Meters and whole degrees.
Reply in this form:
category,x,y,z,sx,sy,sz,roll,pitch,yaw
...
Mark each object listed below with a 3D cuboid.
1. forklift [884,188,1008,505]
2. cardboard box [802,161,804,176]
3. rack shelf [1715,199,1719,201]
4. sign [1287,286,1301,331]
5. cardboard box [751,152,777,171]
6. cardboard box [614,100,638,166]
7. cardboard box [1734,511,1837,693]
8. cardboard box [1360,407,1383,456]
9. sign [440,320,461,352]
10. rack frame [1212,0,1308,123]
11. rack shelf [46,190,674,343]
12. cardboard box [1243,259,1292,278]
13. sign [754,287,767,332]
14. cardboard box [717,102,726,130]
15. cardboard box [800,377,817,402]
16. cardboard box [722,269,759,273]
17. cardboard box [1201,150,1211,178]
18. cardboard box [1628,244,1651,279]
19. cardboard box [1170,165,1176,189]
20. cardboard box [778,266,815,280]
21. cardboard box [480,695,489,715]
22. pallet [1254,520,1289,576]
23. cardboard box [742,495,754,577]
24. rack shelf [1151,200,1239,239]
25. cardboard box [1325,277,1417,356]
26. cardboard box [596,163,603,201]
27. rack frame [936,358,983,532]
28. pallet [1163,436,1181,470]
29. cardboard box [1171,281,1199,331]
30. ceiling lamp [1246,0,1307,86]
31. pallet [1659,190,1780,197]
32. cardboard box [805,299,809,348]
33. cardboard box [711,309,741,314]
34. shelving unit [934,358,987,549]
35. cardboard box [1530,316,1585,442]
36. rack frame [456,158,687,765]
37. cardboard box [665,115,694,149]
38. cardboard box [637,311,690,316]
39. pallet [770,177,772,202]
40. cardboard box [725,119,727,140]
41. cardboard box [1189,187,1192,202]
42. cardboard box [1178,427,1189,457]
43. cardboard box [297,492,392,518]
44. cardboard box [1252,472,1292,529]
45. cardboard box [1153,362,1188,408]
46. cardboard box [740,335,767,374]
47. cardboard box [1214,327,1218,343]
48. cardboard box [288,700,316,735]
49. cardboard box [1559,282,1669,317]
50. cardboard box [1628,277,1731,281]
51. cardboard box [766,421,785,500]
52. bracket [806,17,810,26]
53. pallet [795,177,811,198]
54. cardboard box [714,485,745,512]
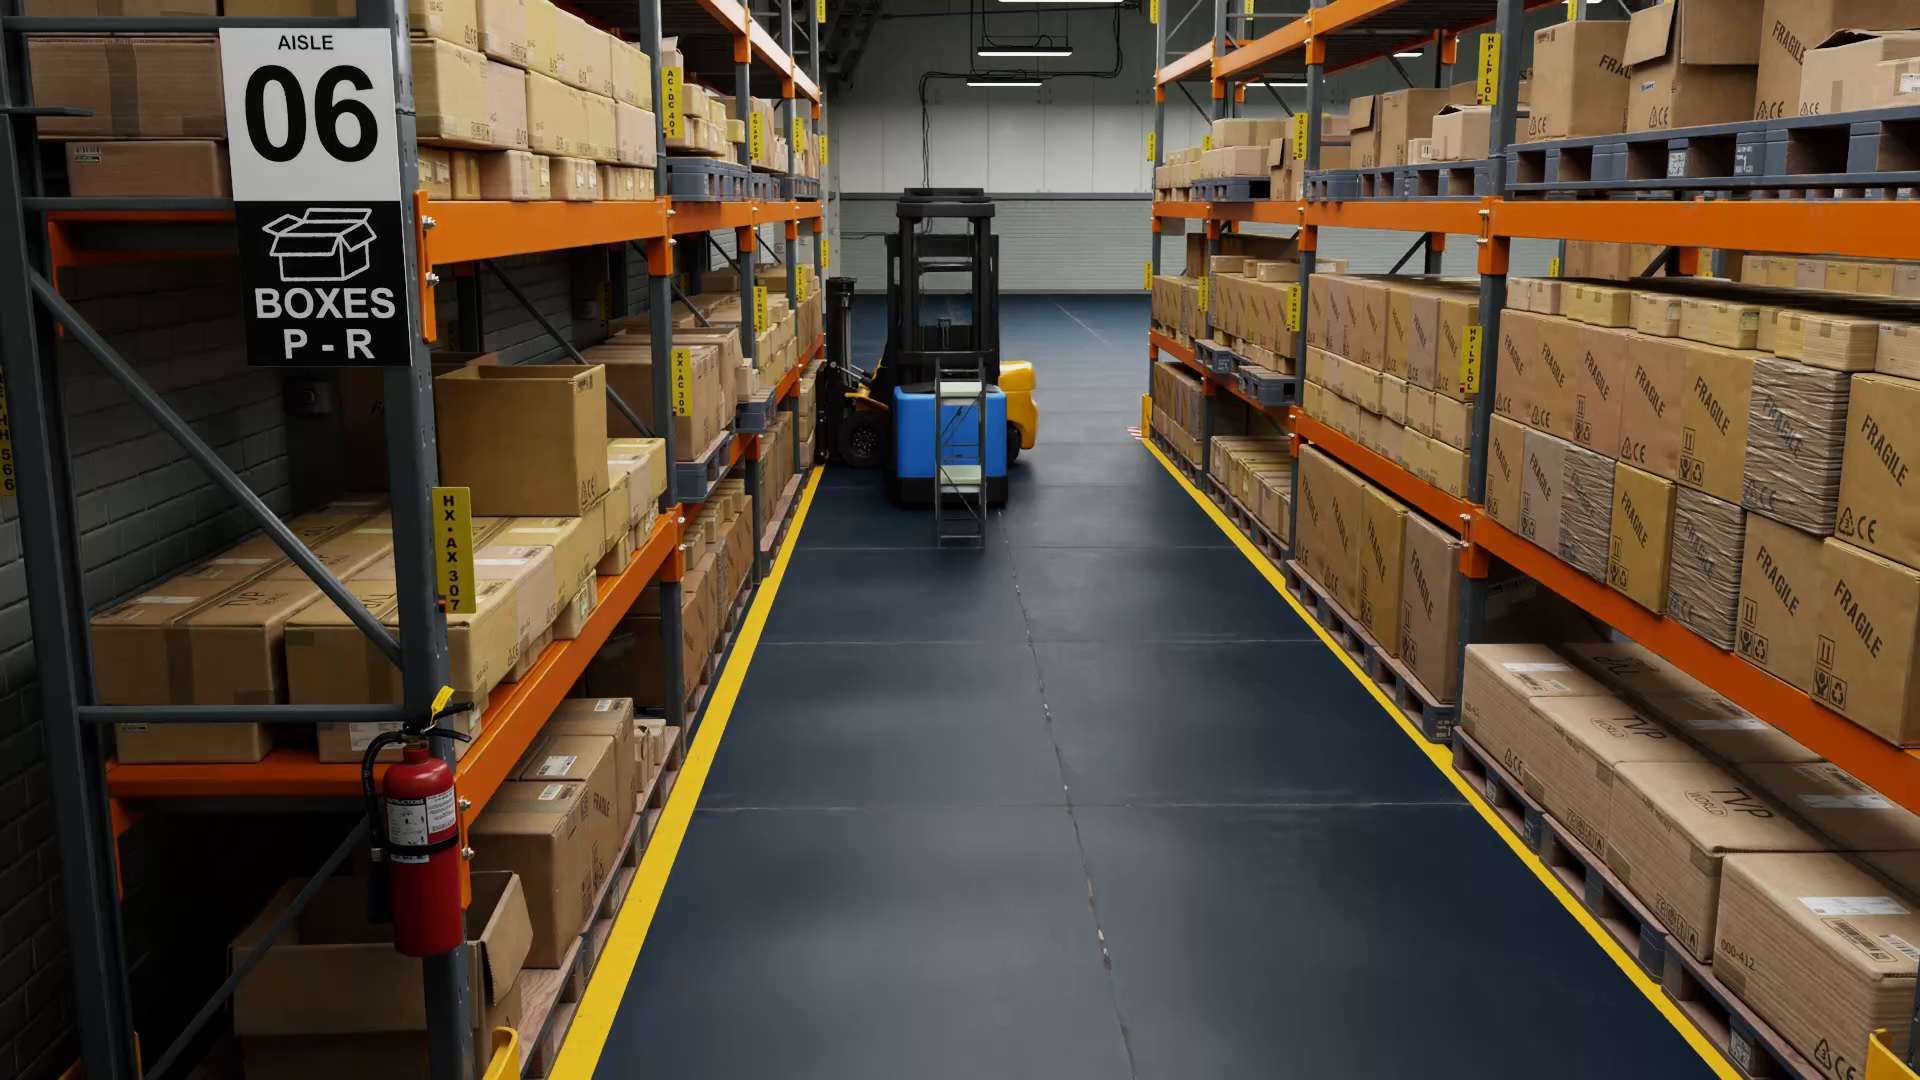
category,x,y,z,sx,sy,sz,roll,pitch,yaw
forklift,-0.187,-2.013,16.609,1.130,2.935,3.031,-1,12,-4
cardboard box,-1.793,-3.776,16.907,0.380,0.149,0.250,0,11,1
rack shelf,7.796,-3.508,18.070,1.077,0.370,4.000,0,11,-1
sign,2.431,-1.682,12.091,0.100,0.325,0.005,0,11,-1
cardboard box,-1.729,-3.162,13.881,0.380,0.149,0.250,0,11,-2
cardboard box,-1.625,-1.685,6.905,0.500,0.250,0.500,-1,11,-3
cardboard box,2.869,0.190,5.329,0.500,0.500,0.500,0,11,-2
cardboard box,2.779,-0.681,10.248,0.500,0.250,0.500,0,11,-1
sign,-2.461,-0.905,8.065,0.100,0.325,0.005,0,11,-1
rack frame,2.891,-4.892,15.541,1.000,3.000,0.127,0,11,-1
rack shelf,-1.865,-1.061,6.008,1.077,0.370,4.000,0,11,-1
cardboard box,2.672,-2.360,14.462,0.380,0.149,0.250,0,11,2
sign,-1.447,-1.669,12.027,0.100,0.325,0.005,0,11,-1
cardboard box,-1.564,-2.455,9.650,0.380,0.149,0.250,0,11,-1
cardboard box,-1.790,-1.577,17.634,0.500,0.250,0.500,0,11,1
cardboard box,-2.349,-2.811,17.740,0.380,0.149,0.250,0,11,0
cardboard box,2.502,-3.437,15.232,0.500,0.250,0.500,-1,11,-3
cardboard box,7.844,-2.991,18.164,0.875,0.550,0.500,0,11,-1
cardboard box,2.588,-3.986,18.246,0.500,0.250,0.500,0,11,1
cardboard box,-1.820,-2.967,18.507,0.380,0.149,0.250,0,11,0
cardboard box,-1.608,0.461,4.876,0.380,0.149,0.250,0,11,0
pallet,2.959,0.054,13.261,1.003,0.211,1.213,0,11,-1
cardboard box,-1.765,-0.034,11.911,0.500,0.500,0.500,0,11,0
rack shelf,2.850,-3.467,17.871,1.077,0.370,4.000,0,11,-1
cardboard box,2.759,-1.499,11.135,0.500,0.500,0.500,0,11,-1
cardboard box,-1.628,-1.413,6.569,0.380,0.149,0.250,0,11,1
rack frame,-0.008,-0.809,14.275,0.400,1.500,0.023,0,11,-1
pallet,2.814,-0.962,18.271,1.003,0.211,1.213,0,11,-1
cardboard box,2.585,-2.542,18.043,0.500,0.500,0.500,0,11,-2
ceiling lamp,8.556,-13.630,43.930,2.000,3.185,0.800,0,11,-1
pallet,7.831,-3.582,16.849,1.003,0.211,1.213,0,11,-1
cardboard box,-1.859,-2.273,17.470,0.500,0.500,0.500,0,11,-2
cardboard box,-1.792,-1.773,13.372,0.380,0.149,0.250,0,11,-1
shelving unit,0.000,-0.736,13.917,0.431,1.500,0.755,0,11,-1
cardboard box,2.828,-0.705,7.223,0.500,0.500,0.500,0,11,-2
rack frame,-1.906,-0.341,8.195,1.000,3.000,0.127,0,11,-1
cardboard box,-1.515,-2.004,8.171,0.380,0.149,0.250,0,11,0
cardboard box,-2.334,-1.718,13.103,0.380,0.149,0.250,0,11,-2
pallet,-2.118,-2.870,13.593,1.003,0.211,1.213,0,11,1
cardboard box,-1.730,-2.701,10.911,0.380,0.149,0.250,-1,11,-3
cardboard box,2.572,-3.565,17.176,0.380,0.149,0.250,0,11,0
cardboard box,2.589,-1.033,17.465,0.500,0.250,0.500,-1,11,-3
cardboard box,-2.124,-0.013,6.209,0.500,0.250,0.500,0,11,-1
cardboard box,2.949,-0.334,13.714,0.950,0.372,0.625,0,11,-2
cardboard box,2.550,-1.807,19.395,0.500,0.500,0.500,-1,11,-3
cardboard box,-1.729,-1.397,12.520,0.500,0.250,0.500,0,11,-1
cardboard box,2.587,-1.924,15.573,0.380,0.149,0.250,0,11,0
cardboard box,-2.043,0.462,4.870,0.380,0.149,0.250,0,11,1
cardboard box,2.872,-1.054,7.310,0.380,0.149,0.250,0,11,-2
cardboard box,3.381,-1.159,7.830,0.380,0.149,0.250,0,11,-2
cardboard box,-2.041,-0.715,14.956,0.875,0.625,0.625,0,11,-2
bracket,-2.996,-10.273,33.011,0.076,0.066,4.783,0,11,-1
pallet,-2.137,-3.769,17.772,1.003,0.211,1.213,0,11,-1
cardboard box,-1.689,-0.283,11.511,0.380,0.149,0.250,-1,11,-4
